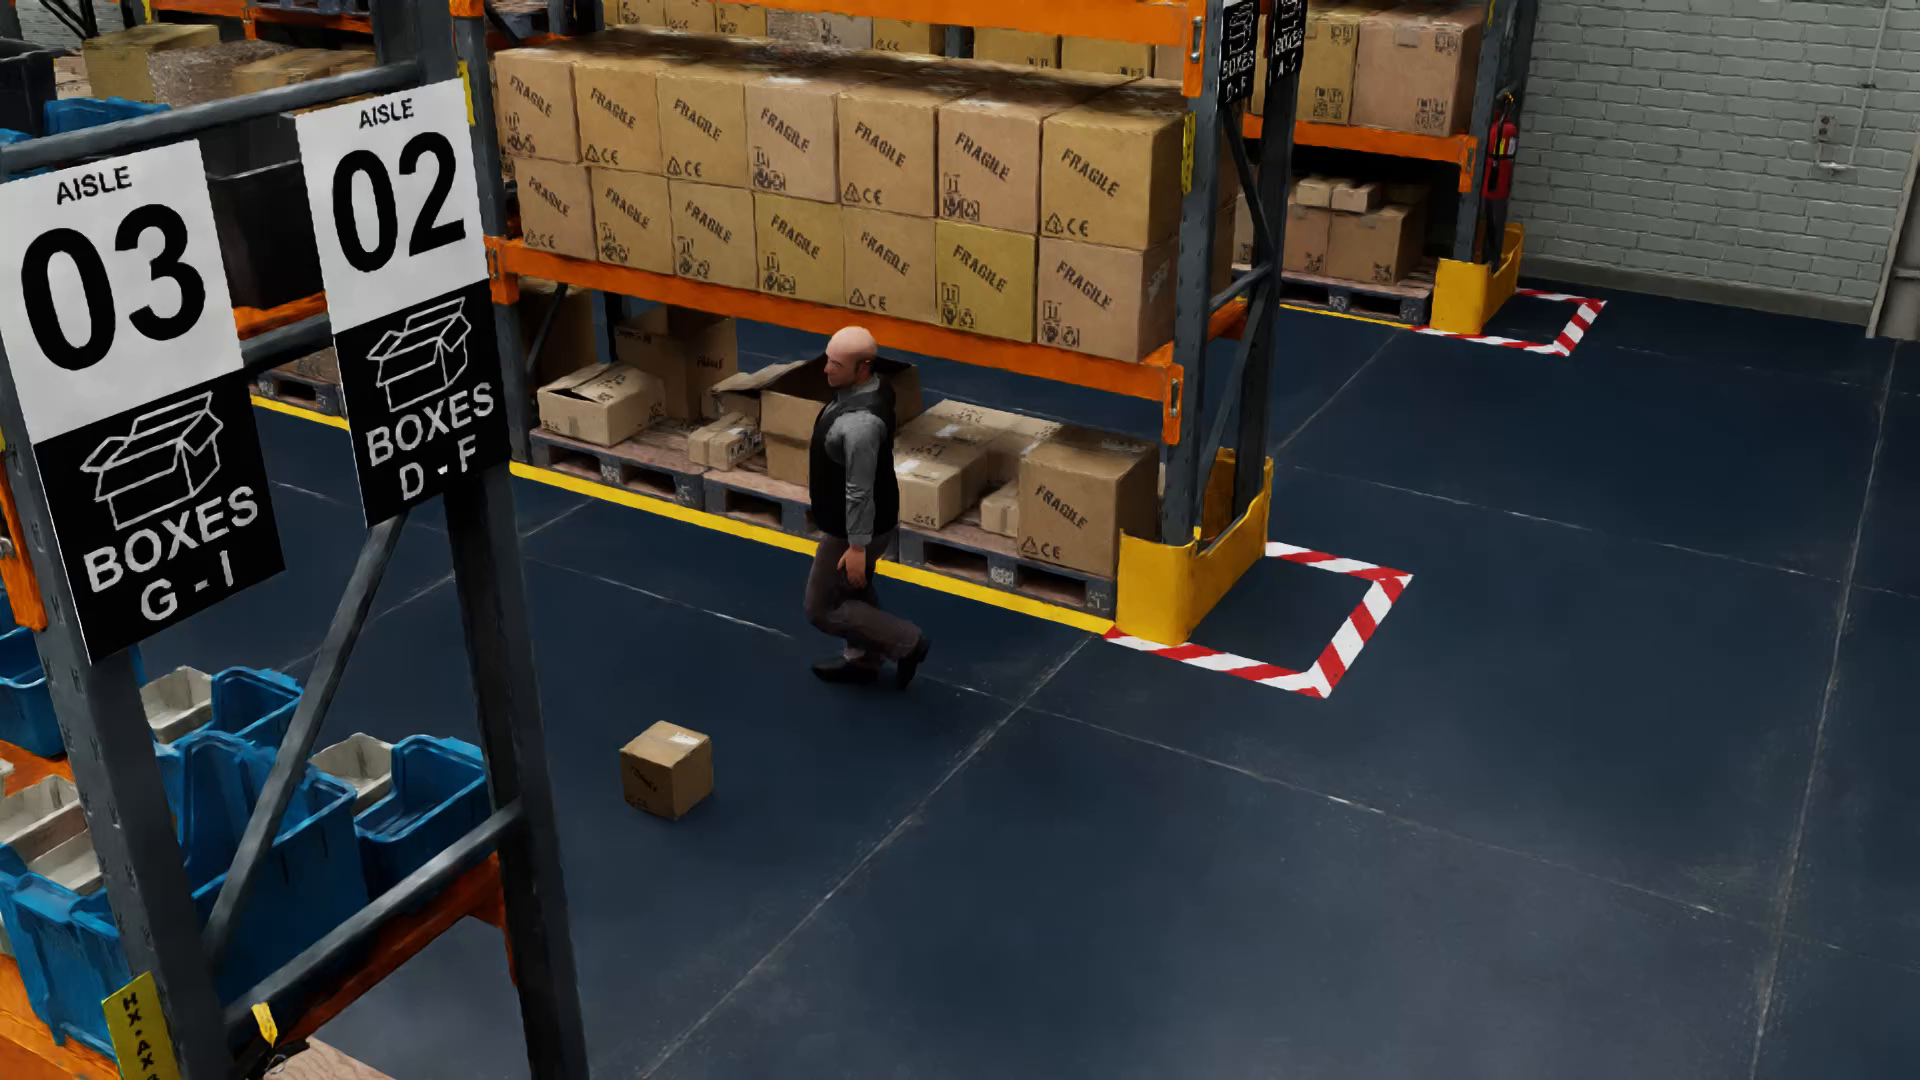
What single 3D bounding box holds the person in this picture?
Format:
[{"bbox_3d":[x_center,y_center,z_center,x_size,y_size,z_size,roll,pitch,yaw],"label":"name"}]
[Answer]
[{"bbox_3d":[-0.392,-0.087,6.800,0.538,1.701,0.633,1,26,1],"label":"person"}]
